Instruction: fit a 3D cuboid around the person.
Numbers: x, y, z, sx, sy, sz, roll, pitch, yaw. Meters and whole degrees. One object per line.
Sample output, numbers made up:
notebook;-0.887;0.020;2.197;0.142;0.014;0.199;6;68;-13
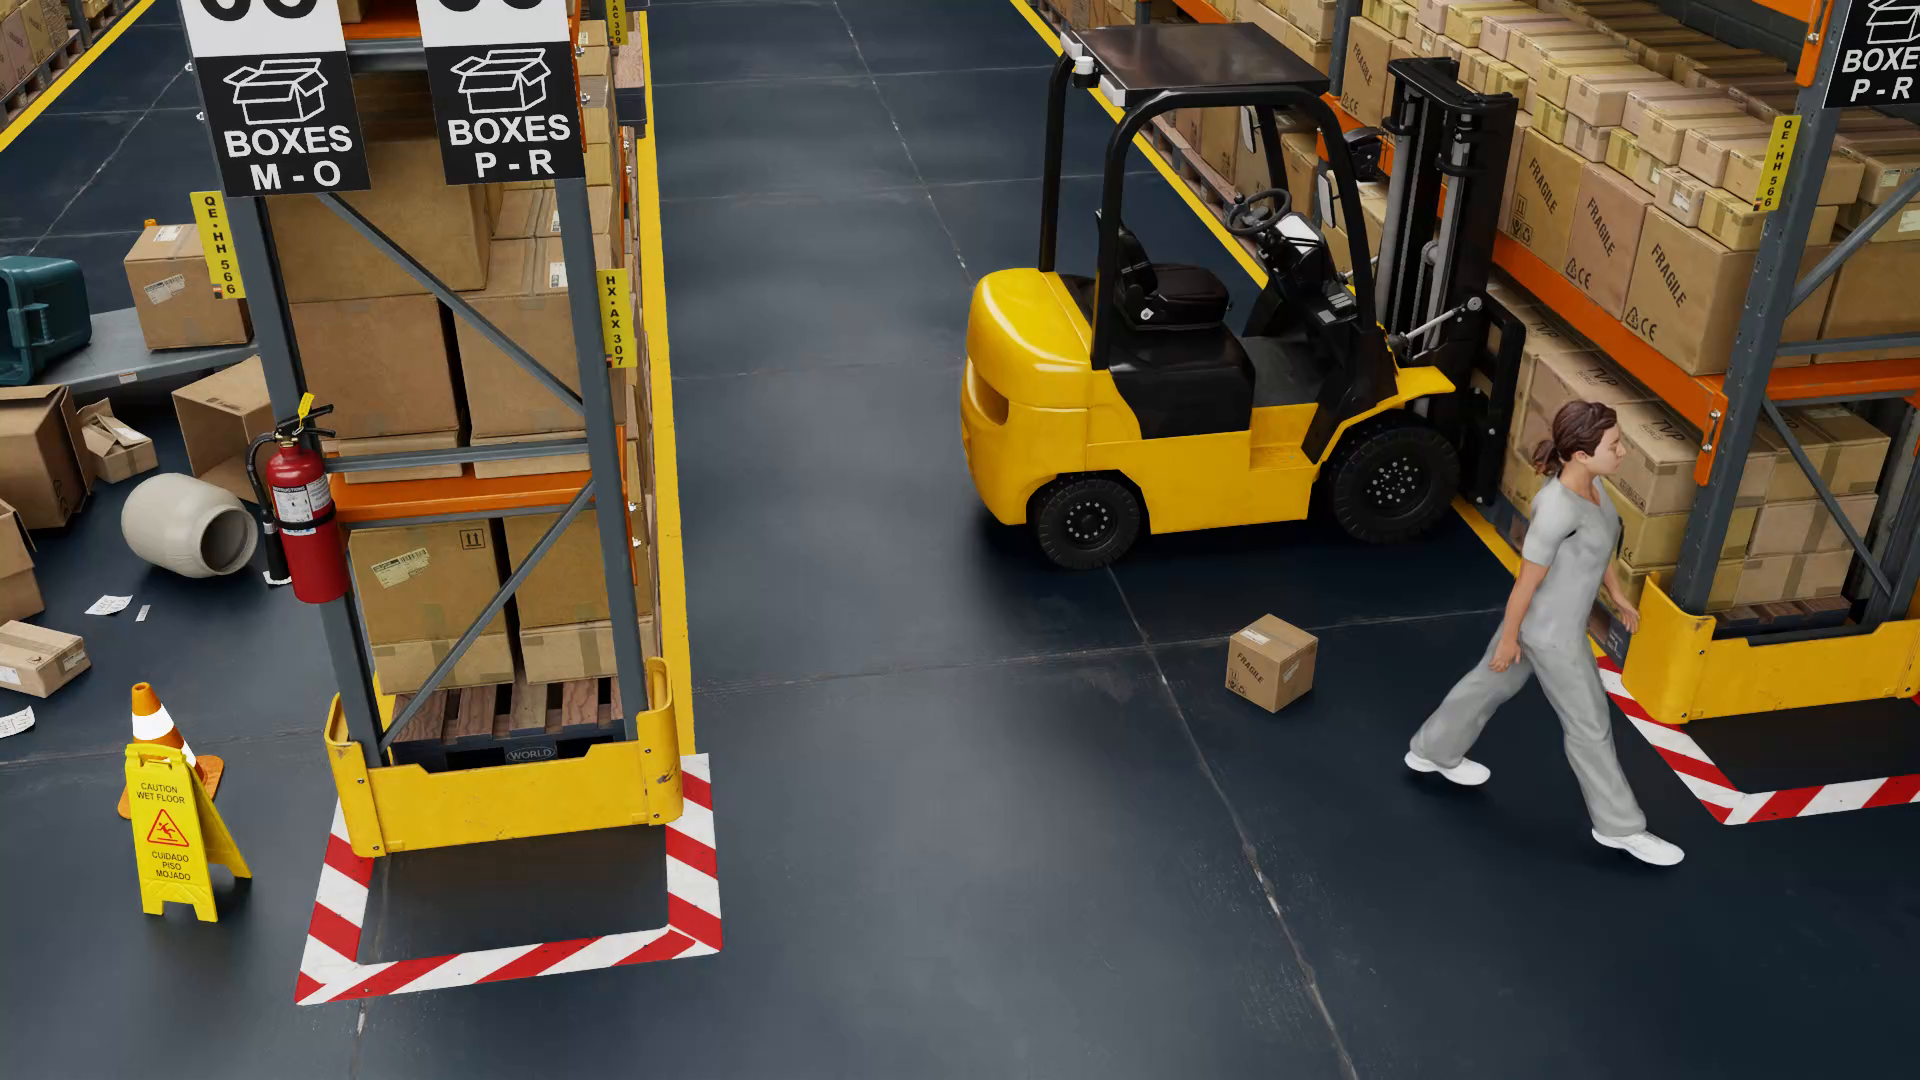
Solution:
person;2.046;0.239;5.654;0.846;1.558;0.453;13;33;20
